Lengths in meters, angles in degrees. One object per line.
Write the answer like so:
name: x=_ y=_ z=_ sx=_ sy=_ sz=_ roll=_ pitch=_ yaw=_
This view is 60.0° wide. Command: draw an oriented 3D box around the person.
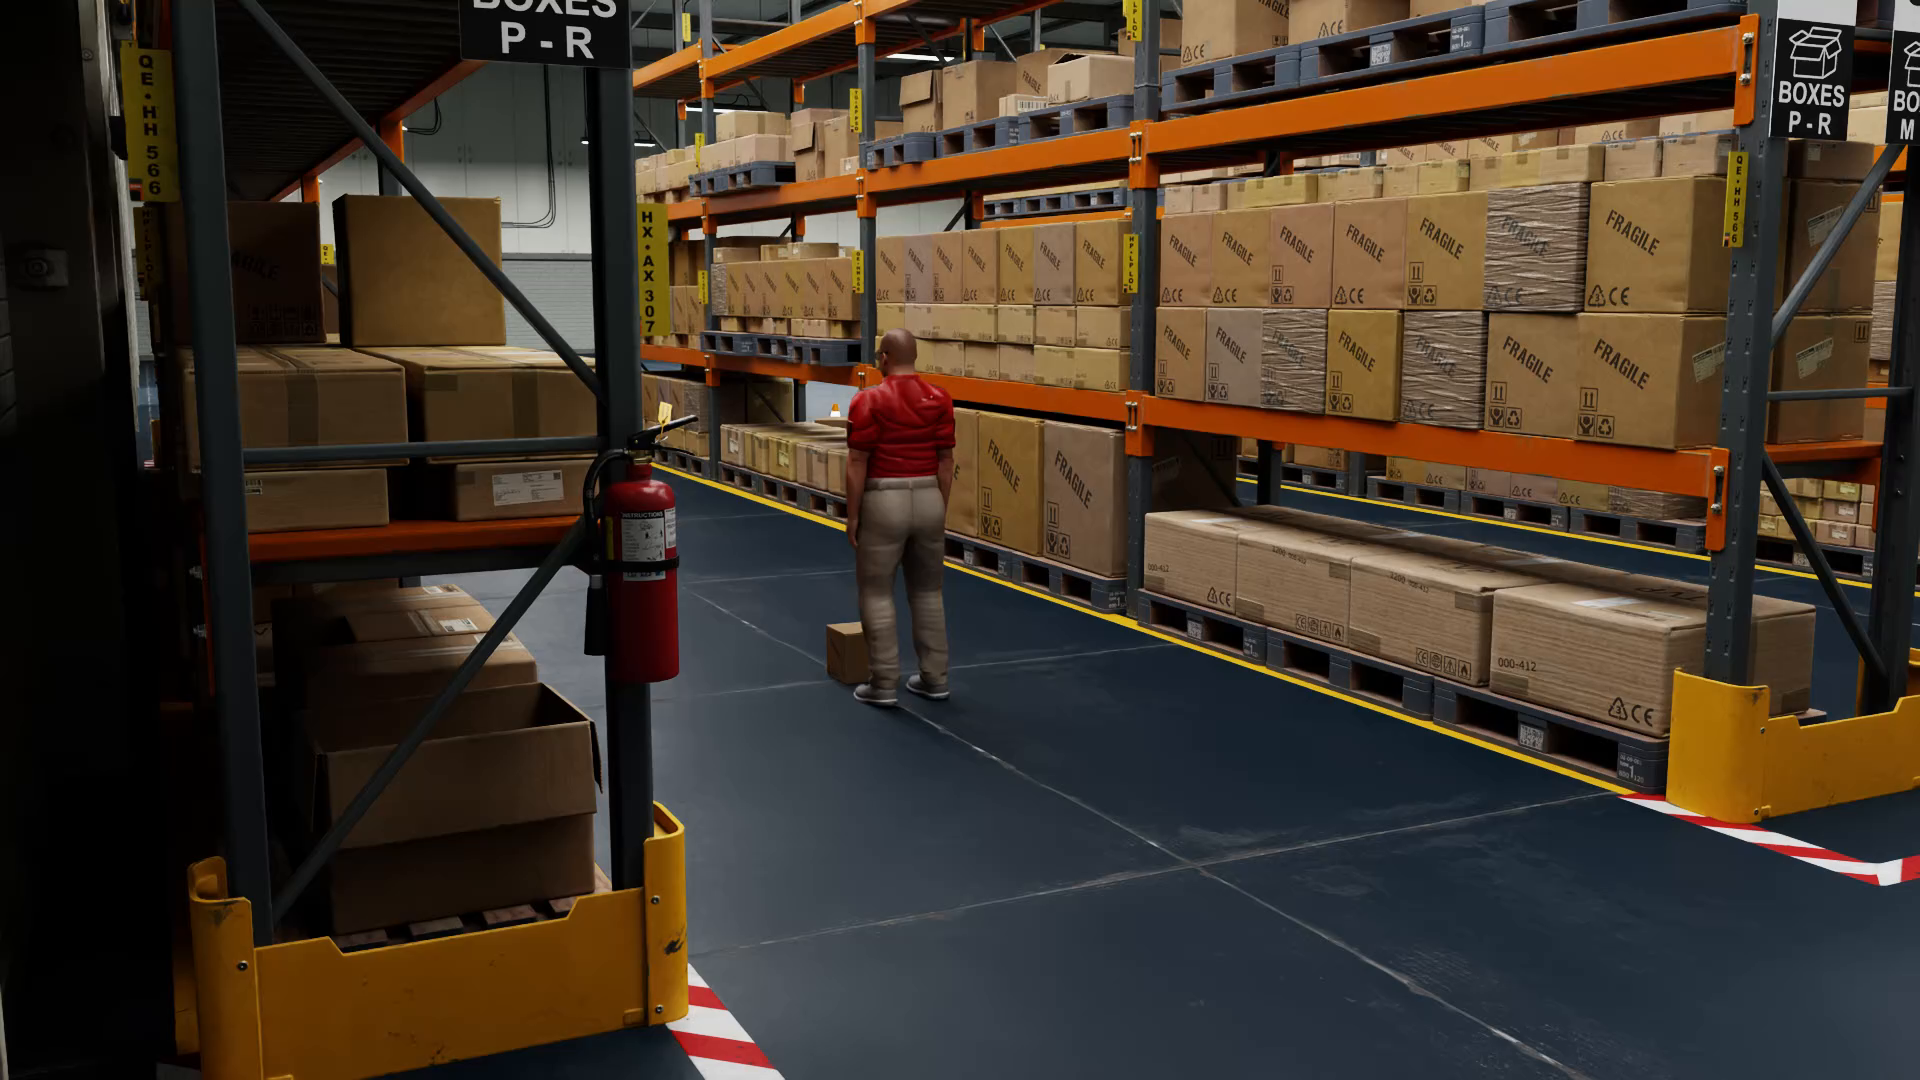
person: x=-0.294 y=-0.455 z=7.611 sx=0.526 sy=1.024 sz=0.342 roll=-4 pitch=9 yaw=-25
